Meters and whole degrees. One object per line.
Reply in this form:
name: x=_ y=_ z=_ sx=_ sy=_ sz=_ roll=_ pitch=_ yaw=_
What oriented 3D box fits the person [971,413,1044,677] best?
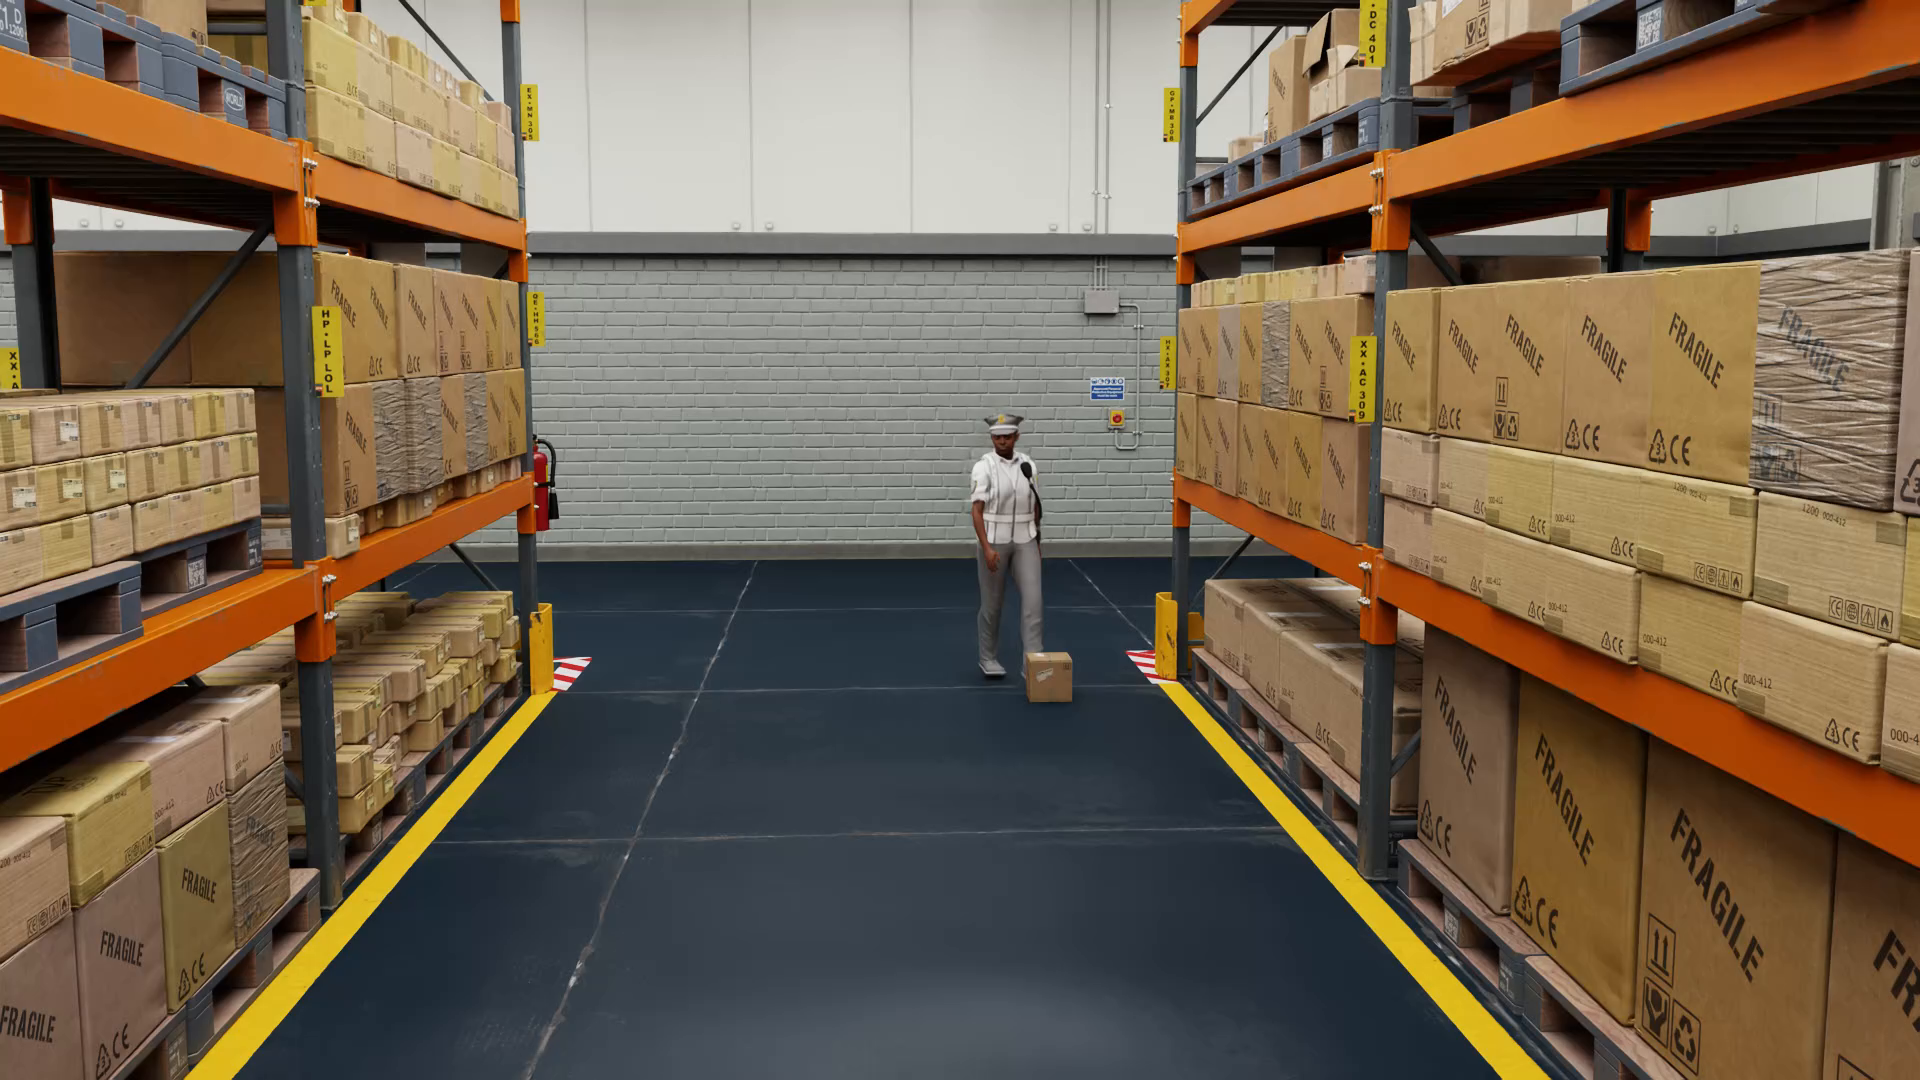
person: x=0.326 y=0.050 z=10.239 sx=0.494 sy=1.662 sz=0.764 roll=-2 pitch=7 yaw=-15
